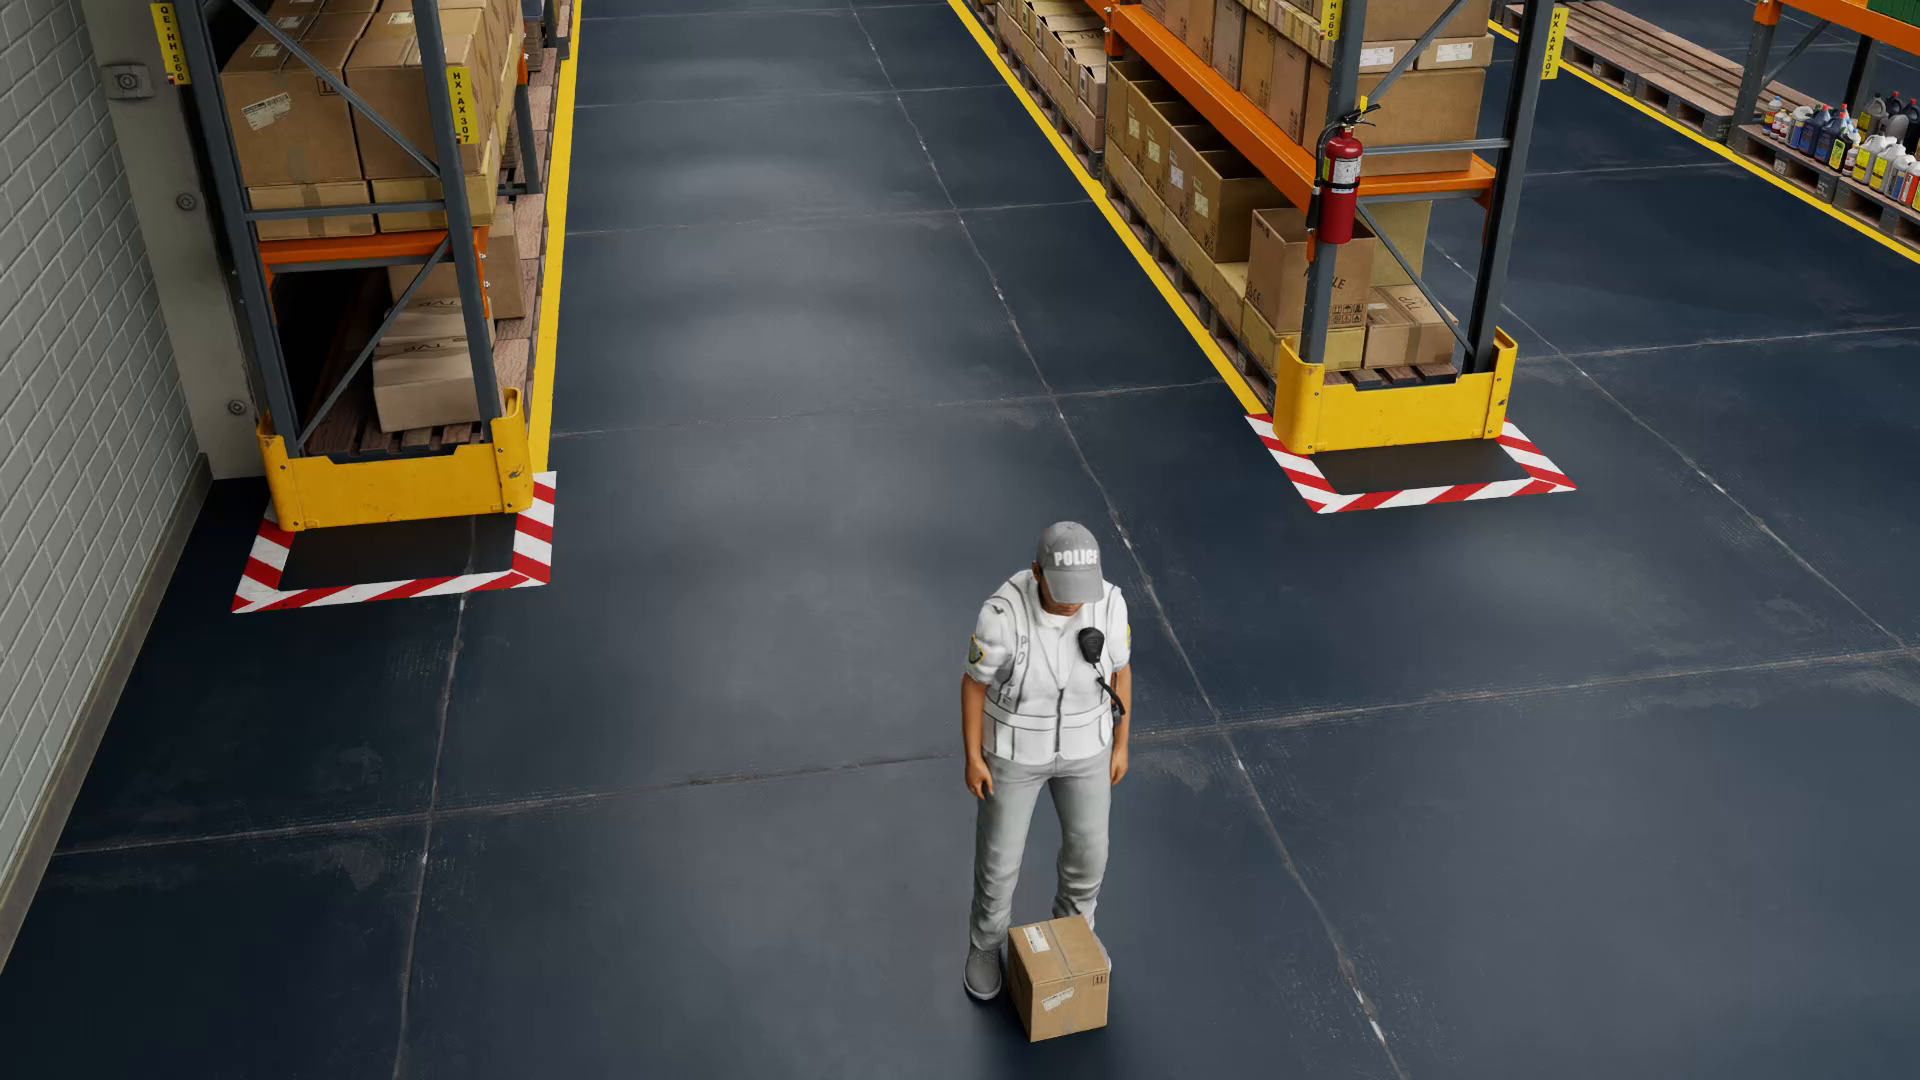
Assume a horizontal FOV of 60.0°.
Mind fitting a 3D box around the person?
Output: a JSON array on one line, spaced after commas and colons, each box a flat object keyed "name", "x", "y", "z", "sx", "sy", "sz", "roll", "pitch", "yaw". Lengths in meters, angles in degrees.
[{"name": "person", "x": 0.261, "y": 0.651, "z": 5.038, "sx": 0.537, "sy": 1.665, "sz": 0.469, "roll": -6, "pitch": 31, "yaw": -9}]
